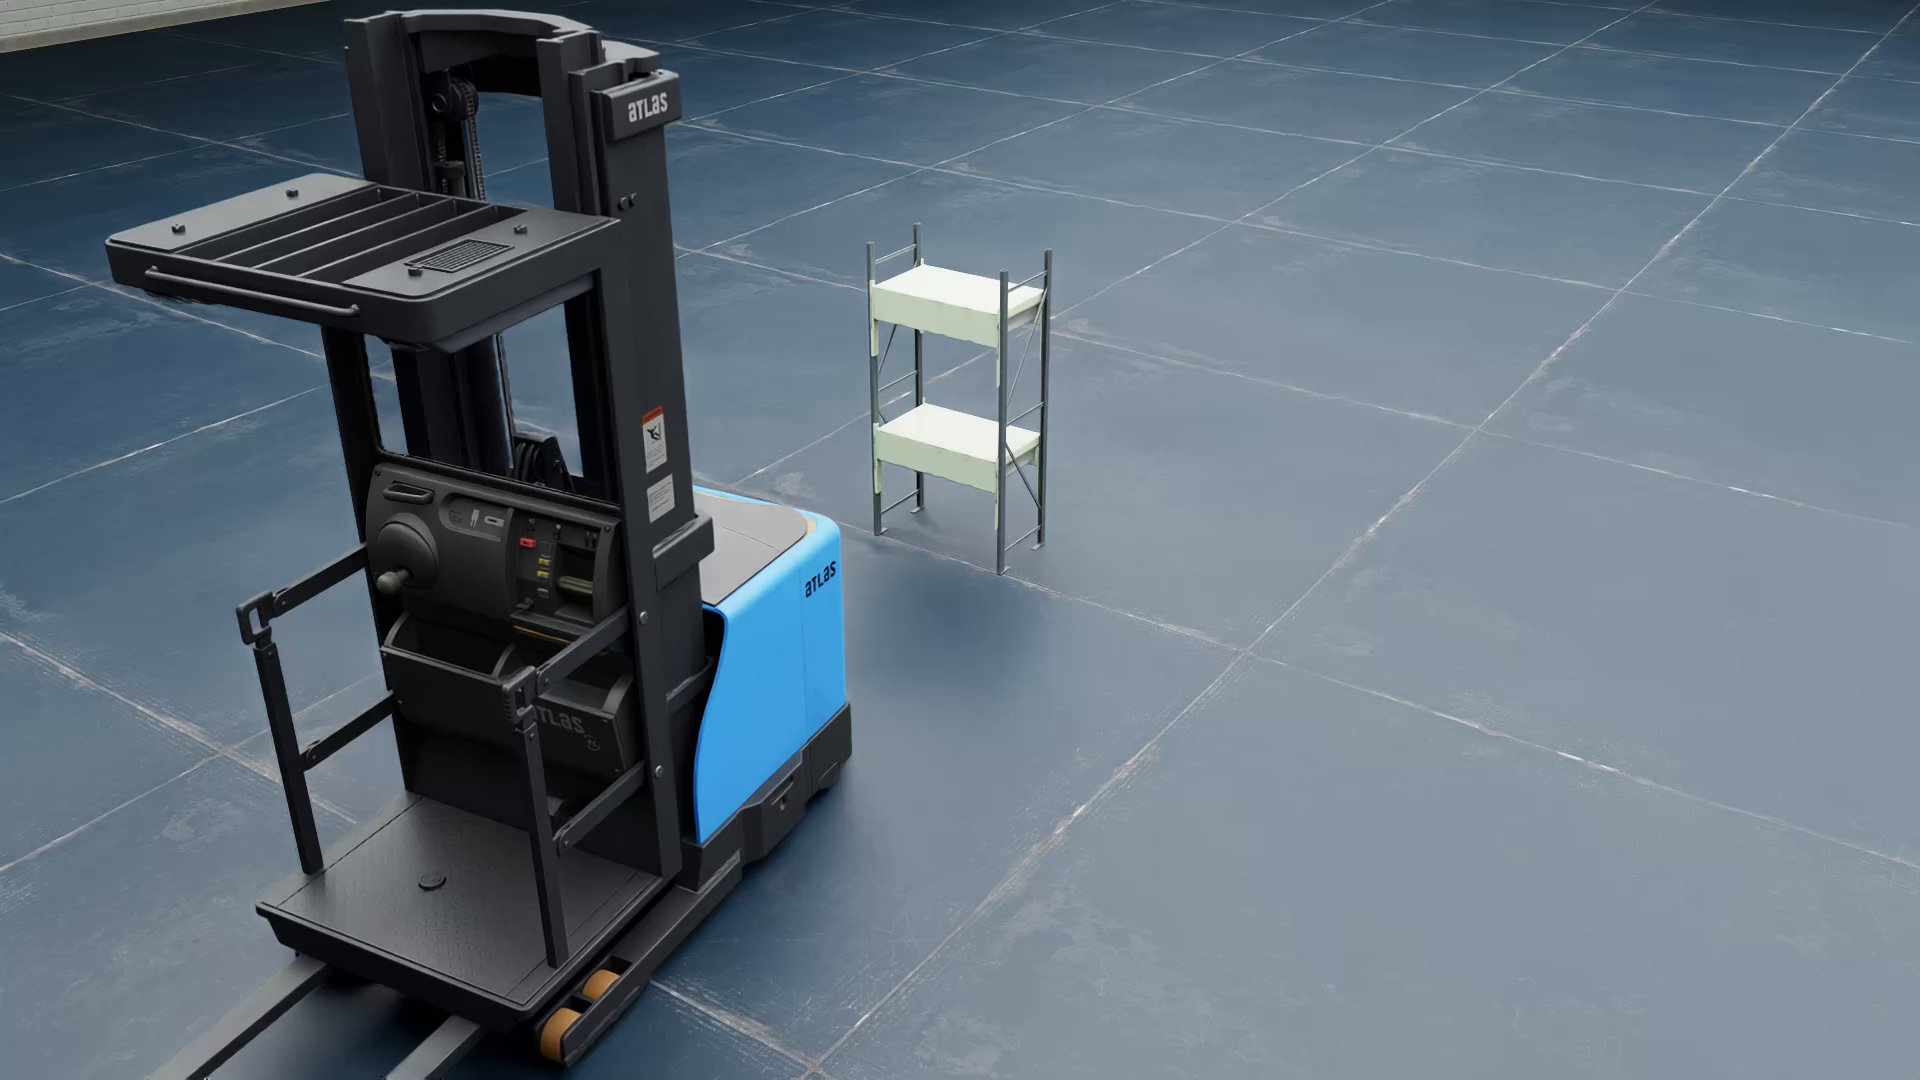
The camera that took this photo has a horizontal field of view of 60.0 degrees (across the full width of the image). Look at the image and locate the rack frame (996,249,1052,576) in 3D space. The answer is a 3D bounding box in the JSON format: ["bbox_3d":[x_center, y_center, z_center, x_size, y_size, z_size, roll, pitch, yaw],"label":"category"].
[{"bbox_3d":[0.296,-0.576,7.729,0.023,1.500,0.400,17,32,30],"label":"rack frame"}]

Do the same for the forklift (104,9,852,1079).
[{"bbox_3d":[-1.527,0.070,4.880,1.130,2.935,3.031,13,30,23],"label":"forklift"}]

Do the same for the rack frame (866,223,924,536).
[{"bbox_3d":[-0.307,-0.764,8.098,0.023,1.500,0.400,17,32,30],"label":"rack frame"}]

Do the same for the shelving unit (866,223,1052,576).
[{"bbox_3d":[-0.006,-0.670,7.913,0.755,1.500,0.431,17,32,30],"label":"shelving unit"}]

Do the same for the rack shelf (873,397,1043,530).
[{"bbox_3d":[-0.006,-0.380,8.061,0.720,0.370,0.431,17,32,30],"label":"rack shelf"}]

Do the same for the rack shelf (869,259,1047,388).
[{"bbox_3d":[-0.006,-1.018,7.736,0.720,0.370,0.431,17,32,30],"label":"rack shelf"}]
